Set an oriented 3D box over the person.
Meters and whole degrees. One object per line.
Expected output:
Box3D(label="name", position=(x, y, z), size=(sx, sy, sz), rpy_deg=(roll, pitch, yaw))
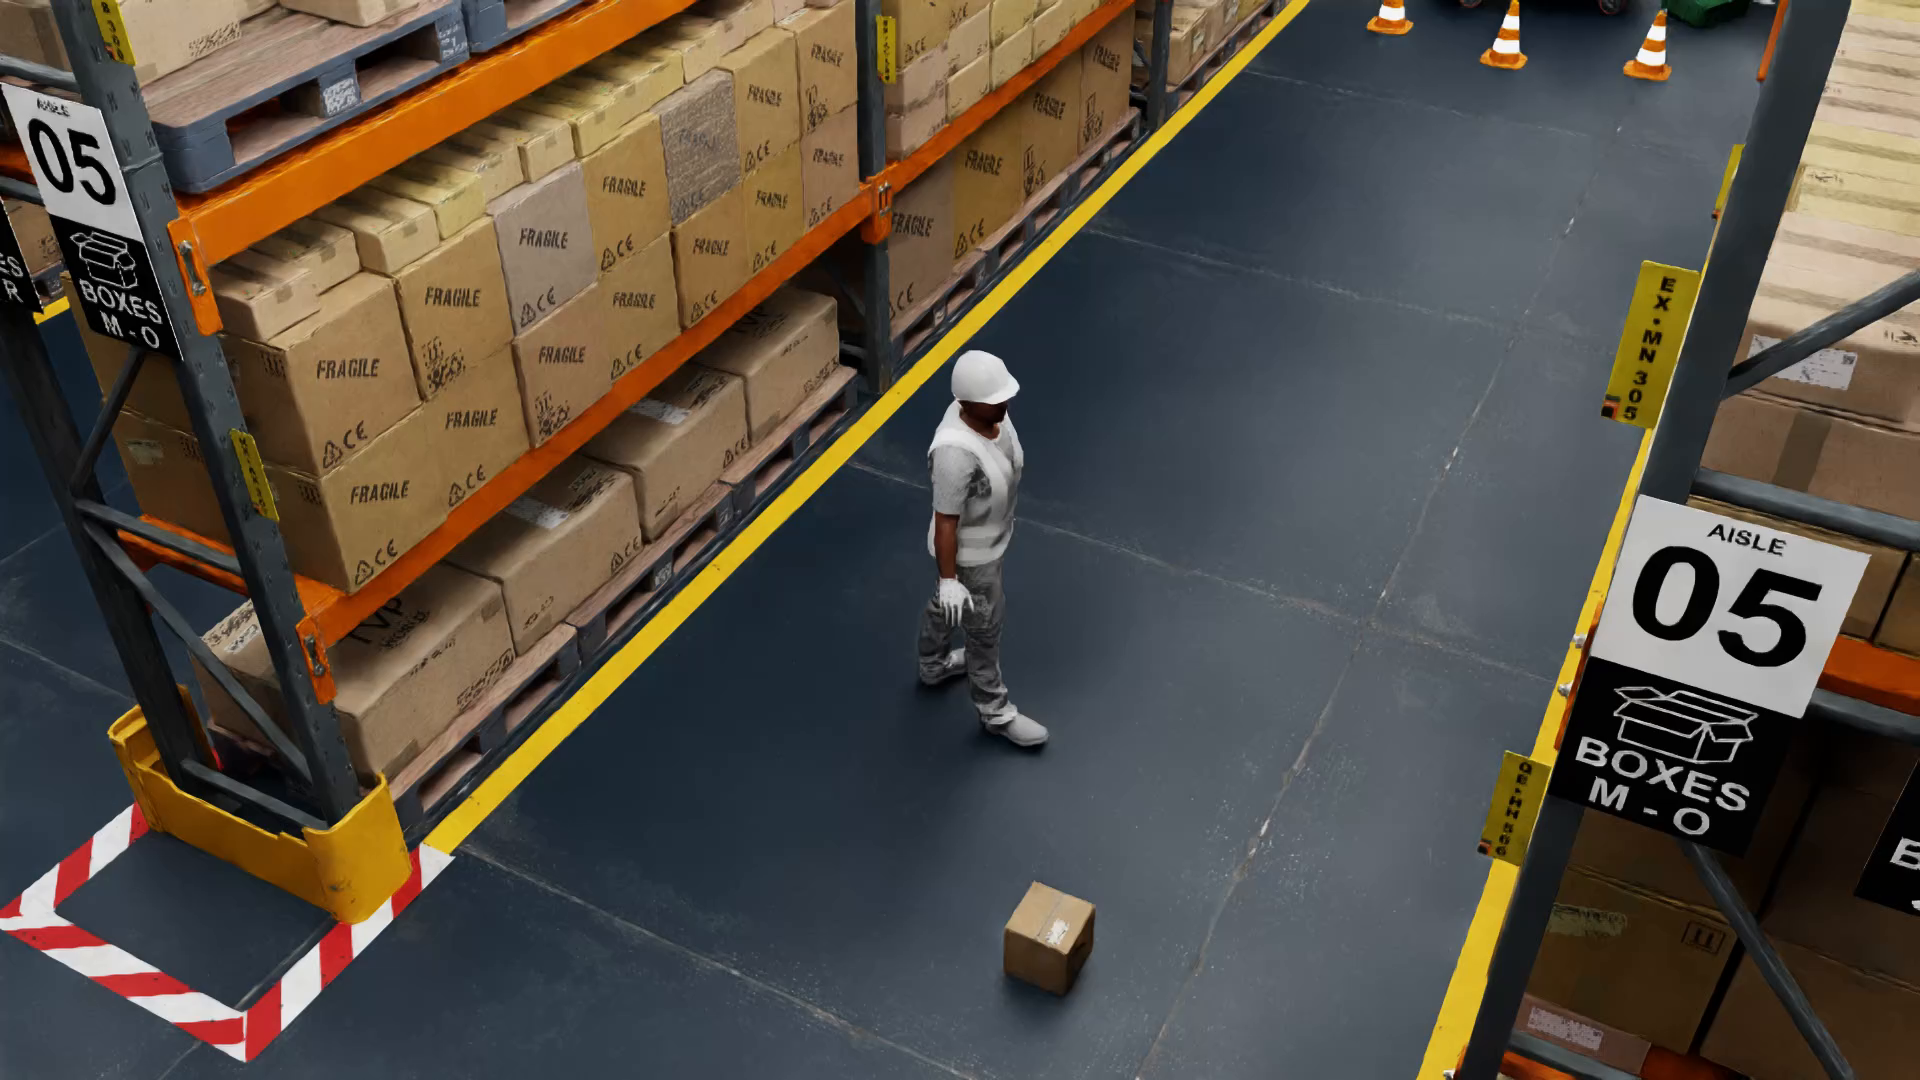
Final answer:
Box3D(label="person", position=(0.097, 0.031, 6.678), size=(0.639, 1.786, 0.706), rpy_deg=(7, 38, 9))
